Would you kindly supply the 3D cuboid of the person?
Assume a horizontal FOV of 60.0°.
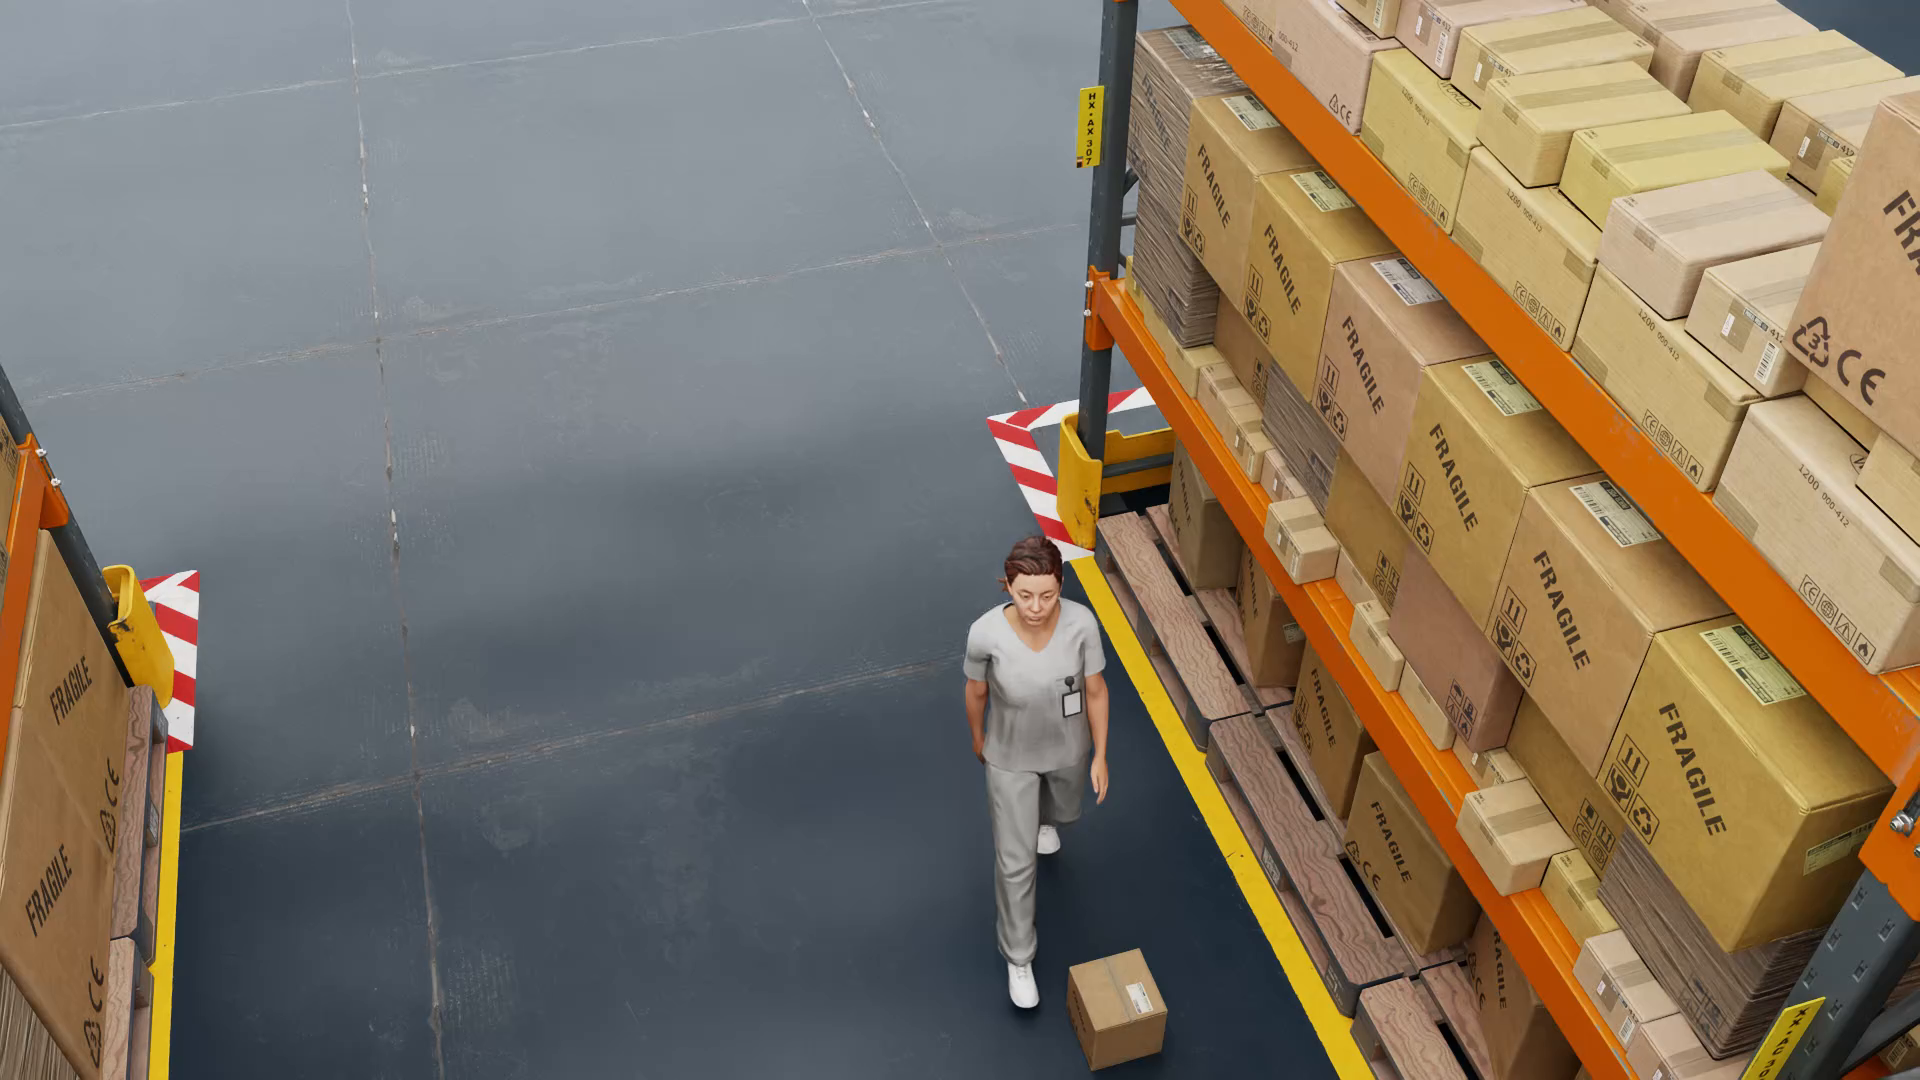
[{"bbox_3d":[0.258,0.697,5.402,0.447,1.633,0.890,-9,43,-10],"label":"person"}]
